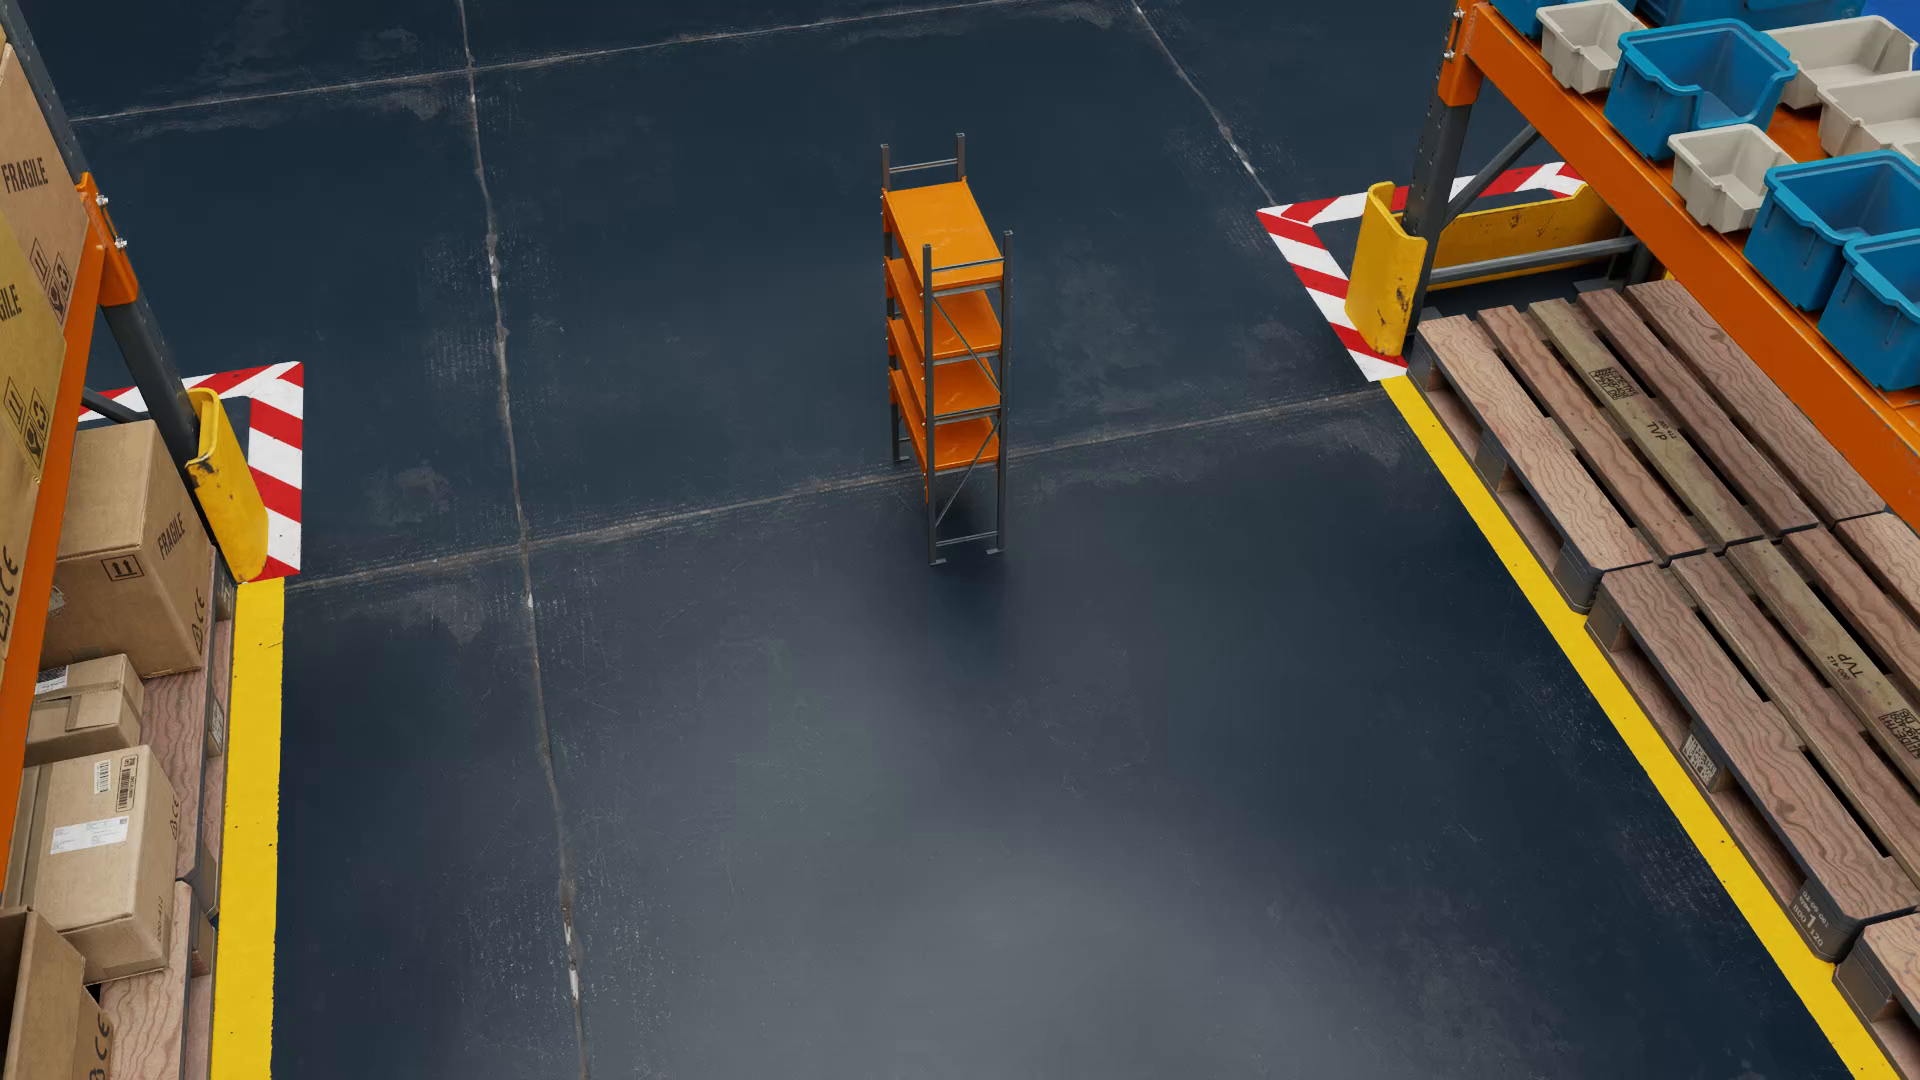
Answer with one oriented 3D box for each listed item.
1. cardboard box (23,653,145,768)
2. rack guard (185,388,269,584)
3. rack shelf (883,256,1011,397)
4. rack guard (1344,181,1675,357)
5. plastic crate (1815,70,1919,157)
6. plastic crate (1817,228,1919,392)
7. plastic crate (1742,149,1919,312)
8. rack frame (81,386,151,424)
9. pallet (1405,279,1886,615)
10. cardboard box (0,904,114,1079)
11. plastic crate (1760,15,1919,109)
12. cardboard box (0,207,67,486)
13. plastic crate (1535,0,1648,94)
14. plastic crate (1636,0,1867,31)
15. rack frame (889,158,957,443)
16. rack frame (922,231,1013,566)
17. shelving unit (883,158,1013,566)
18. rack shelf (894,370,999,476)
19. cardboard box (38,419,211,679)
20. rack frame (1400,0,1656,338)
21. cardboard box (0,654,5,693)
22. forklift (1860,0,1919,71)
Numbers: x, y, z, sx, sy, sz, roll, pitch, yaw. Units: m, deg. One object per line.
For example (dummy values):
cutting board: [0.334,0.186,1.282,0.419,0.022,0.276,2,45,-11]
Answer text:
cardboard box: [-2.378,0.468,4.367,0.380,0.166,0.250,-11,47,-10]
rack guard: [-2.753,-0.068,4.967,1.175,0.500,0.348,-11,47,-10]
rack shelf: [-0.042,-0.644,4.822,0.258,0.148,0.480,-11,47,-10]
rack guard: [1.998,-1.038,5.917,1.175,0.500,0.348,-11,47,-10]
plastic crate: [2.461,-1.095,4.365,0.396,0.136,0.243,-11,47,-10]
plastic crate: [2.176,-0.514,3.729,0.416,0.233,0.300,-11,47,-10]
plastic crate: [2.099,-0.722,3.932,0.416,0.233,0.300,-11,47,-10]
rack frame: [-2.775,-0.995,4.125,0.949,2.616,0.053,-11,47,-10]
pallet: [2.191,-0.346,5.442,1.003,0.211,1.213,-11,47,-10]
cardboard box: [-2.234,1.189,3.424,0.797,0.503,0.637,-11,47,-10]
plastic crate: [2.401,-1.298,4.564,0.396,0.136,0.243,-11,47,-10]
cardboard box: [-2.258,-0.414,3.485,0.500,0.500,0.500,-10,46,-10]
plastic crate: [1.764,-1.360,4.626,0.250,0.136,0.298,-11,47,-10]
plastic crate: [2.283,-1.735,4.784,0.616,0.435,0.499,-11,47,-10]
rack frame: [-0.104,-0.703,5.099,0.228,1.046,0.006,-11,47,-10]
rack frame: [0.020,-0.366,4.768,0.240,1.200,0.015,-11,47,-10]
shelving unit: [-0.042,-0.533,4.932,0.258,1.200,0.499,-11,47,-10]
rack shelf: [-0.042,-0.376,5.095,0.221,0.050,0.457,-11,47,-10]
cardboard box: [-2.395,0.056,4.538,0.500,0.500,0.500,-11,47,-10]
rack frame: [2.017,-1.899,5.011,1.000,3.000,0.127,-11,47,-10]
cardboard box: [-2.007,0.280,2.806,0.500,0.500,0.500,-11,47,-11]
forklift: [4.290,-2.302,5.453,1.130,2.935,3.031,-22,50,-20]
